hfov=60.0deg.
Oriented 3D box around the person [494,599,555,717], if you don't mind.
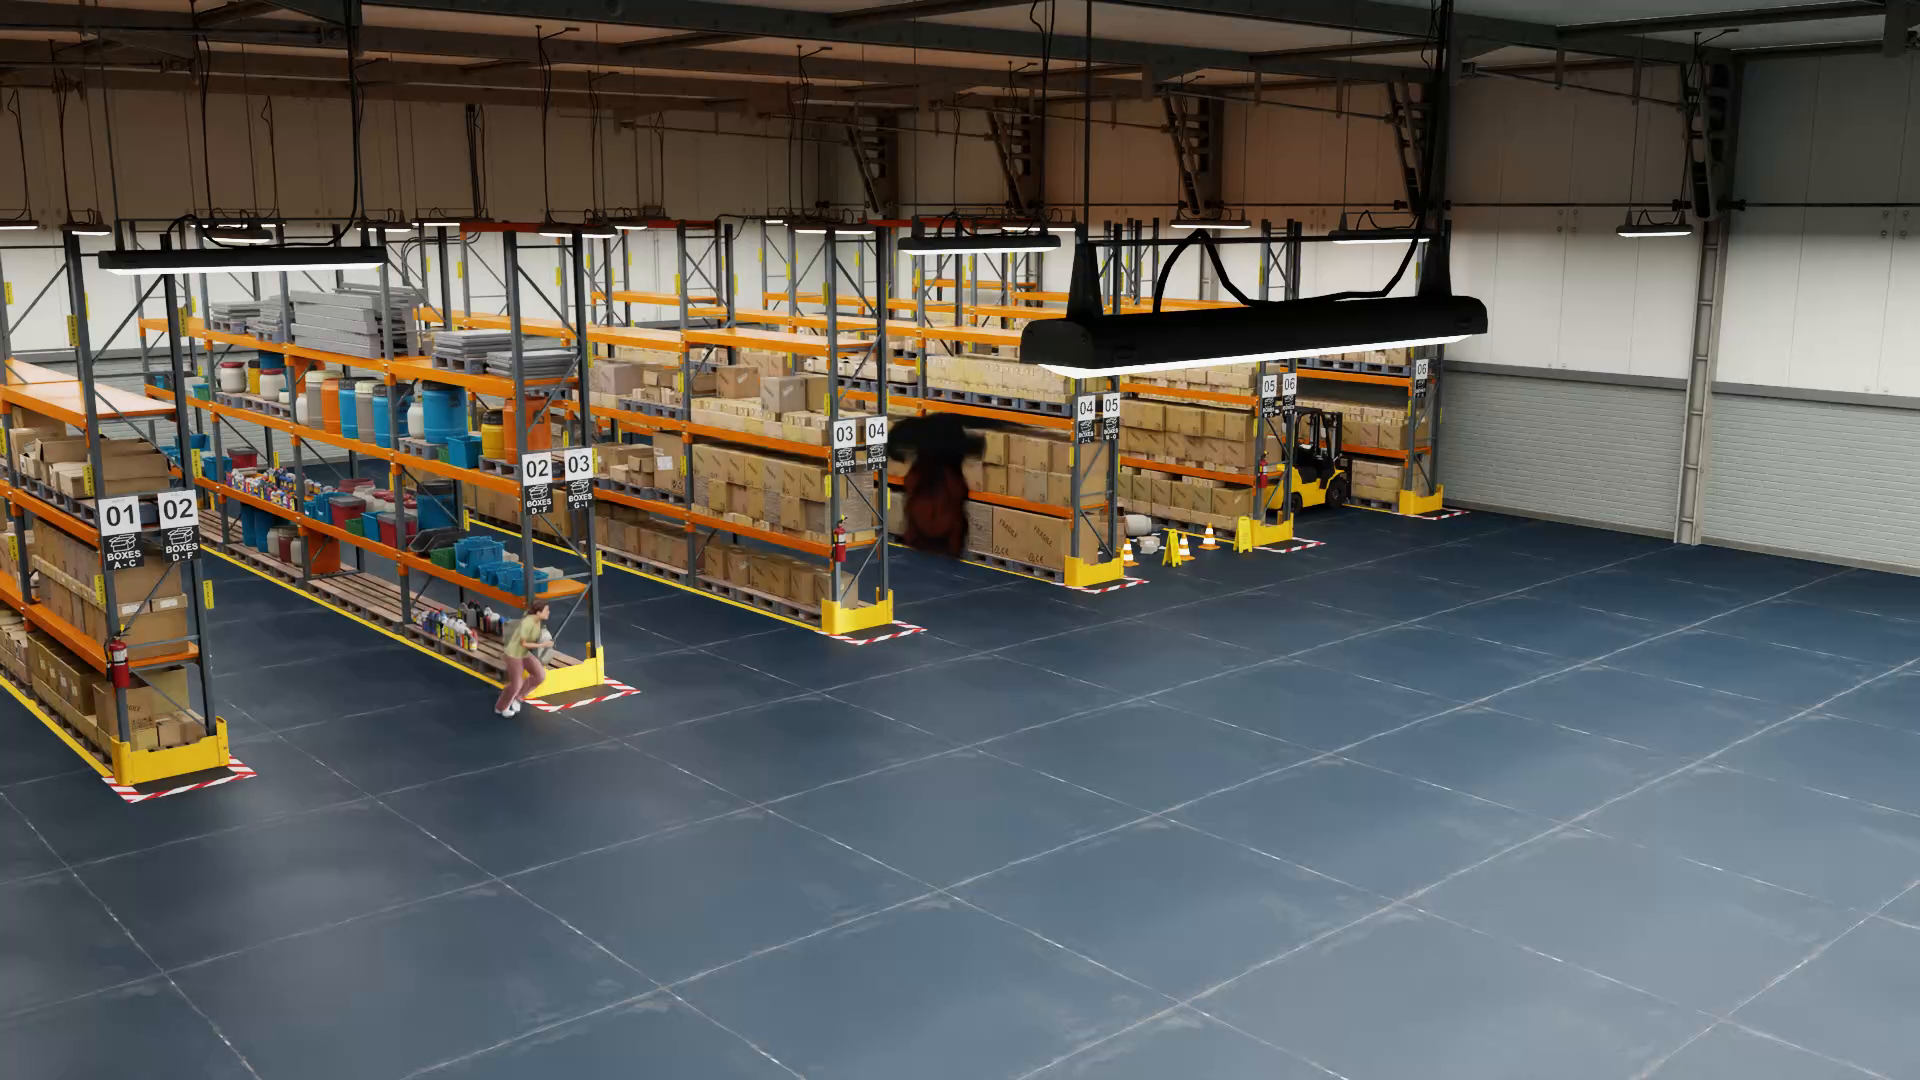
[{"bbox_3d":[-5.445,1.459,20.813,0.852,1.503,0.609,1,11,6],"label":"person"}]
